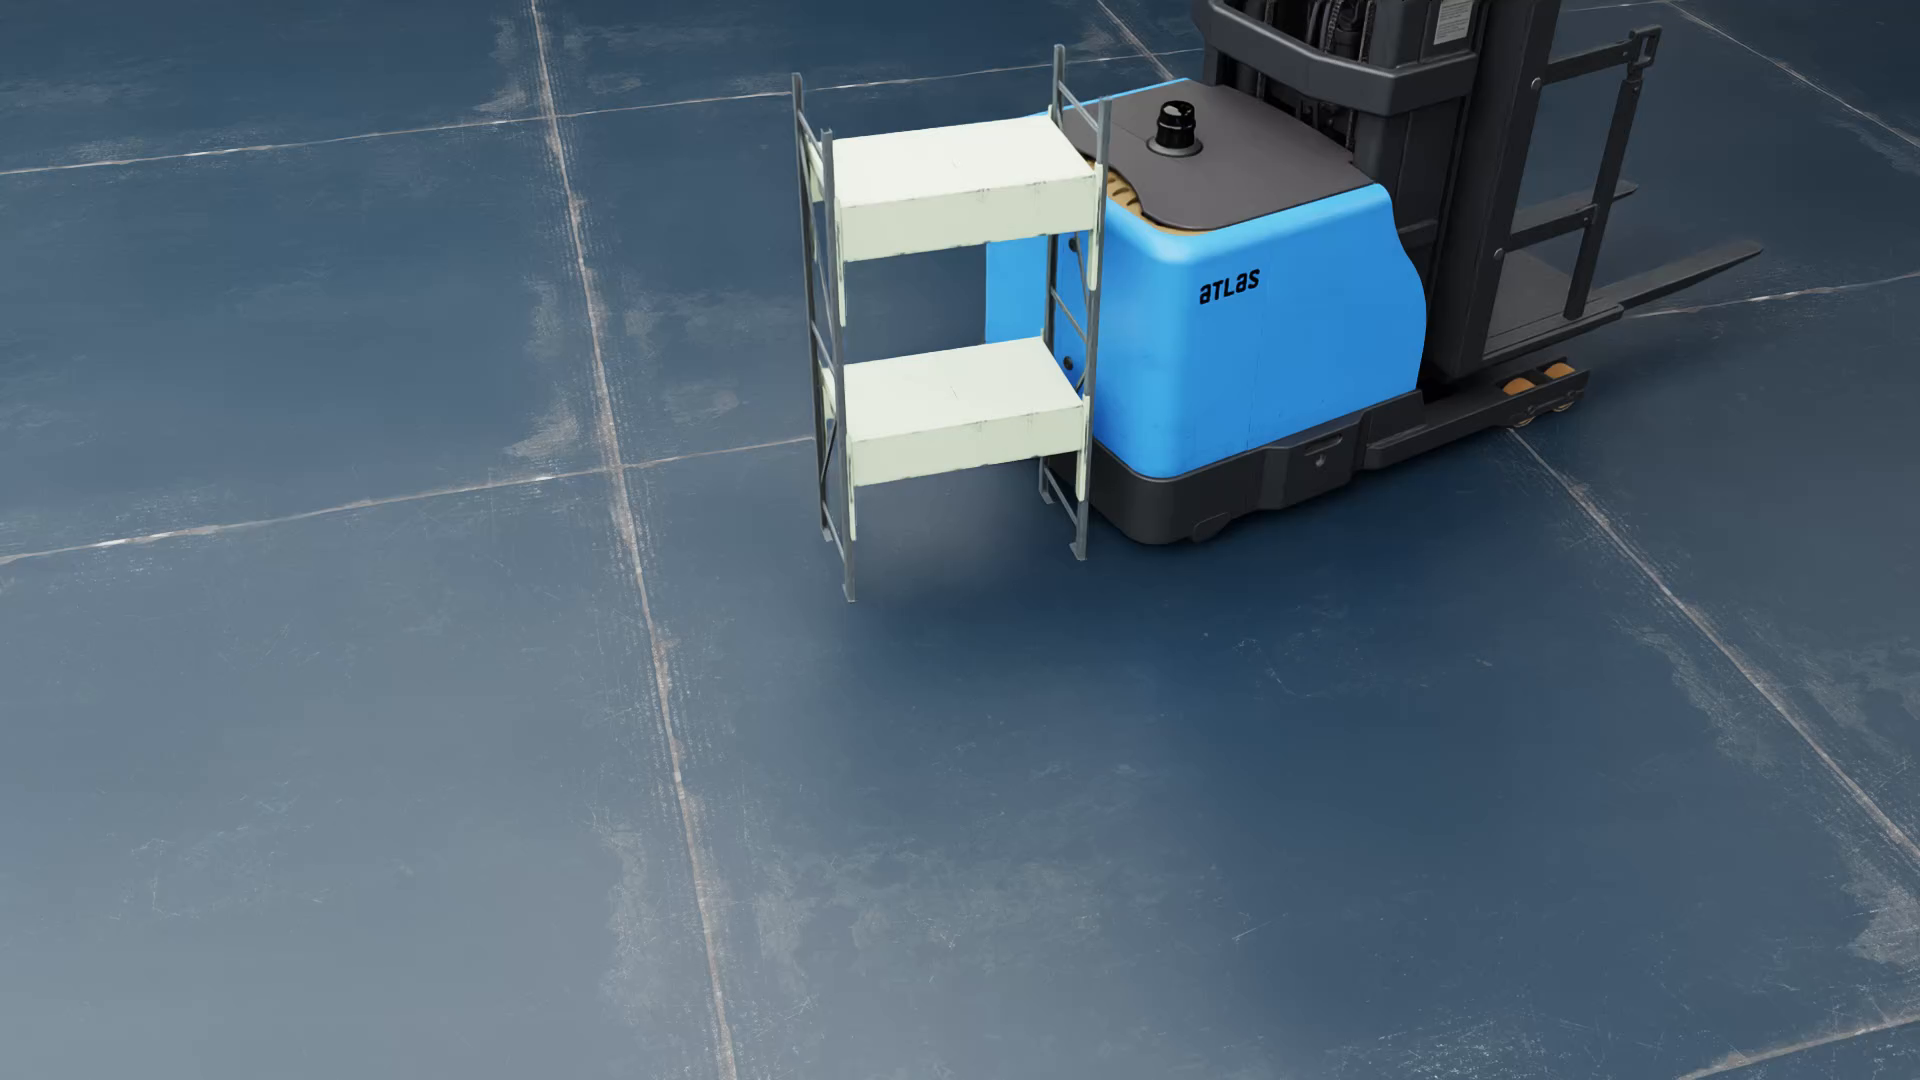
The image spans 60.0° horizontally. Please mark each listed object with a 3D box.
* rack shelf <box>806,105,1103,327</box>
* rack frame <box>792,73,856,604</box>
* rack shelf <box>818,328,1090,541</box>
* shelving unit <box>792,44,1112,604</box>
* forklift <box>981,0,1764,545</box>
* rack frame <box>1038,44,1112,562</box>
[{"bbox_3d":[-0.028,-0.893,4.541,0.720,0.370,0.431,-10,39,-13],"label":"rack shelf"},{"bbox_3d":[-0.380,-0.522,4.698,0.023,1.500,0.400,-10,39,-13],"label":"rack frame"},{"bbox_3d":[-0.028,-0.325,4.976,0.720,0.370,0.431,-10,39,-13],"label":"rack shelf"},{"bbox_3d":[-0.028,-0.584,4.778,0.755,1.500,0.431,-10,39,-13],"label":"shelving unit"},{"bbox_3d":[1.601,-1.811,5.206,3.031,2.935,1.130,-20,42,-24],"label":"forklift"},{"bbox_3d":[0.324,-0.645,4.859,0.023,1.500,0.400,-10,39,-13],"label":"rack frame"}]
